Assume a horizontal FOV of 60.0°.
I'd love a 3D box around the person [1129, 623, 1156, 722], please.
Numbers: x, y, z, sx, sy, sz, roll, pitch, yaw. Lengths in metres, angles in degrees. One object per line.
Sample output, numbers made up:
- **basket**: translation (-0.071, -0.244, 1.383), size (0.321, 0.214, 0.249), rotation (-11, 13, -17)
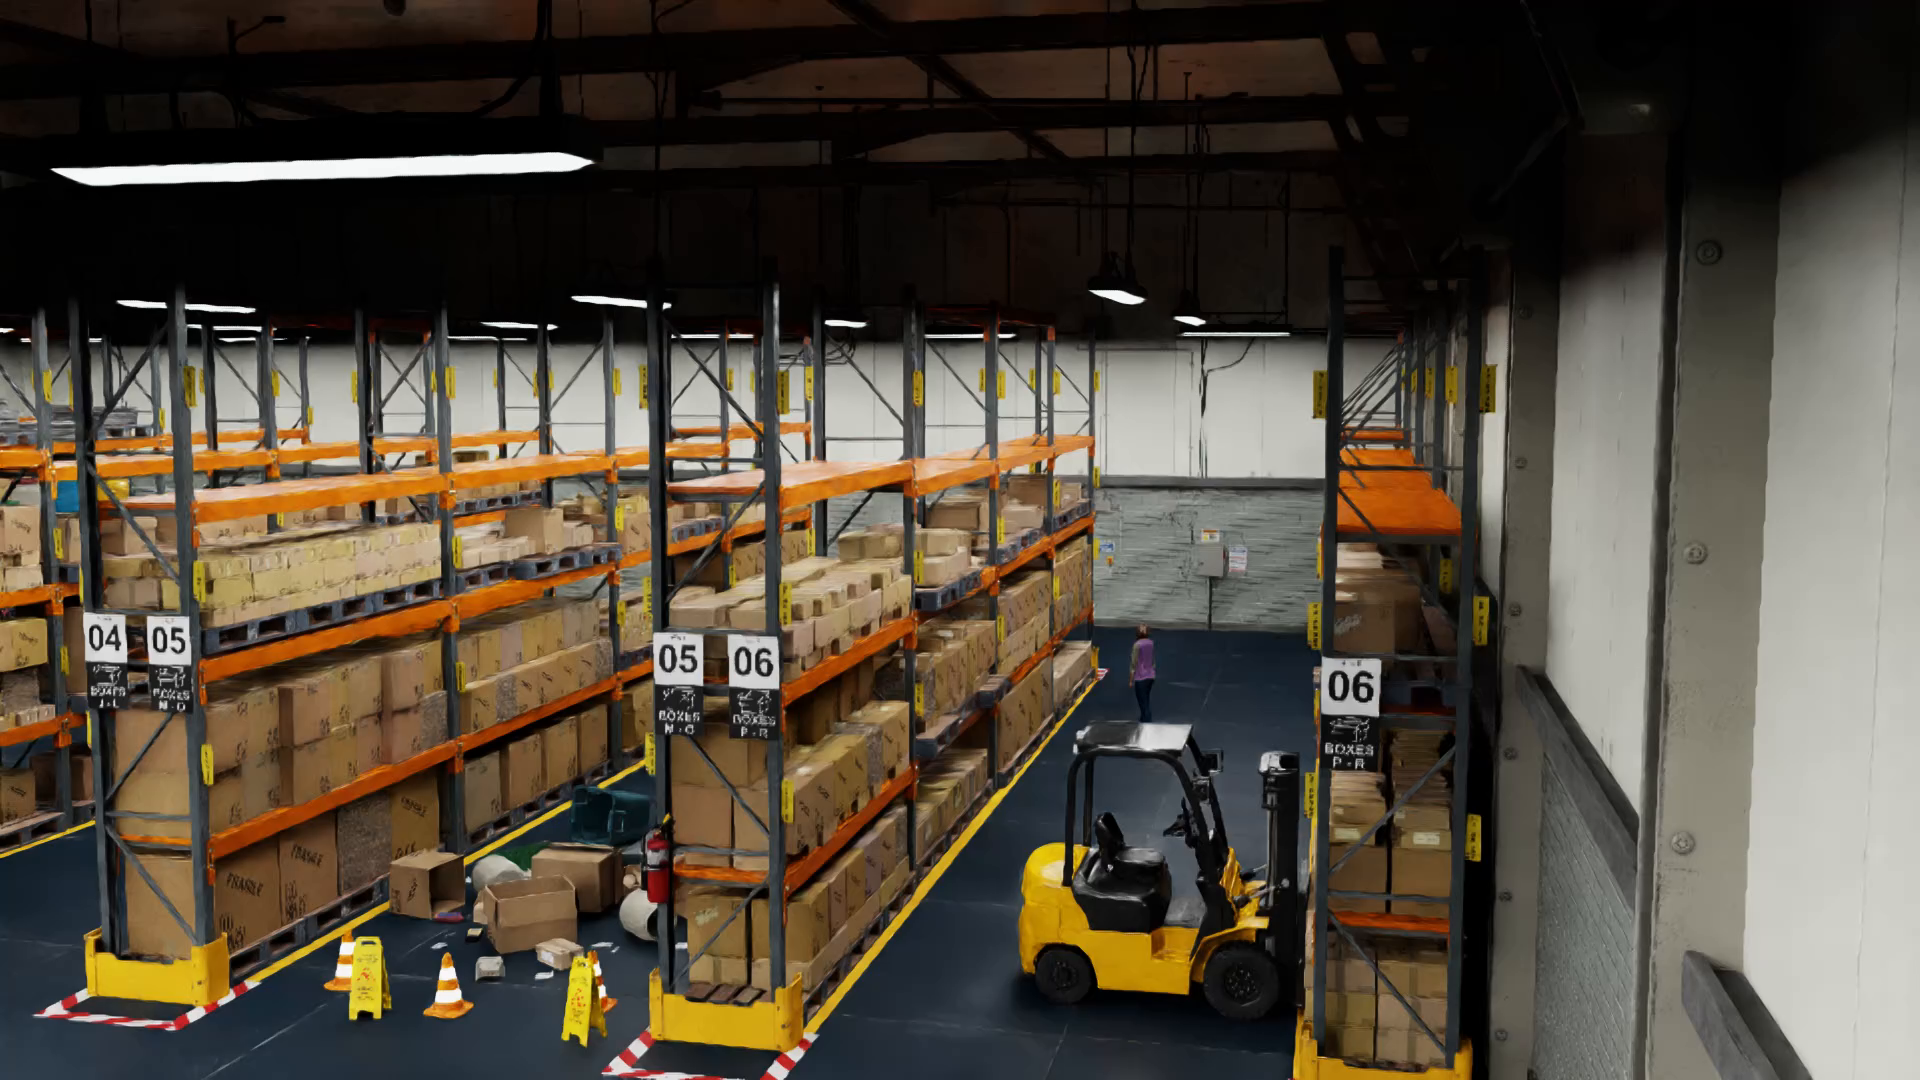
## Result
- **person**: translation (2.579, 1.974, 23.615), size (0.522, 1.591, 0.523), rotation (5, 8, 43)
